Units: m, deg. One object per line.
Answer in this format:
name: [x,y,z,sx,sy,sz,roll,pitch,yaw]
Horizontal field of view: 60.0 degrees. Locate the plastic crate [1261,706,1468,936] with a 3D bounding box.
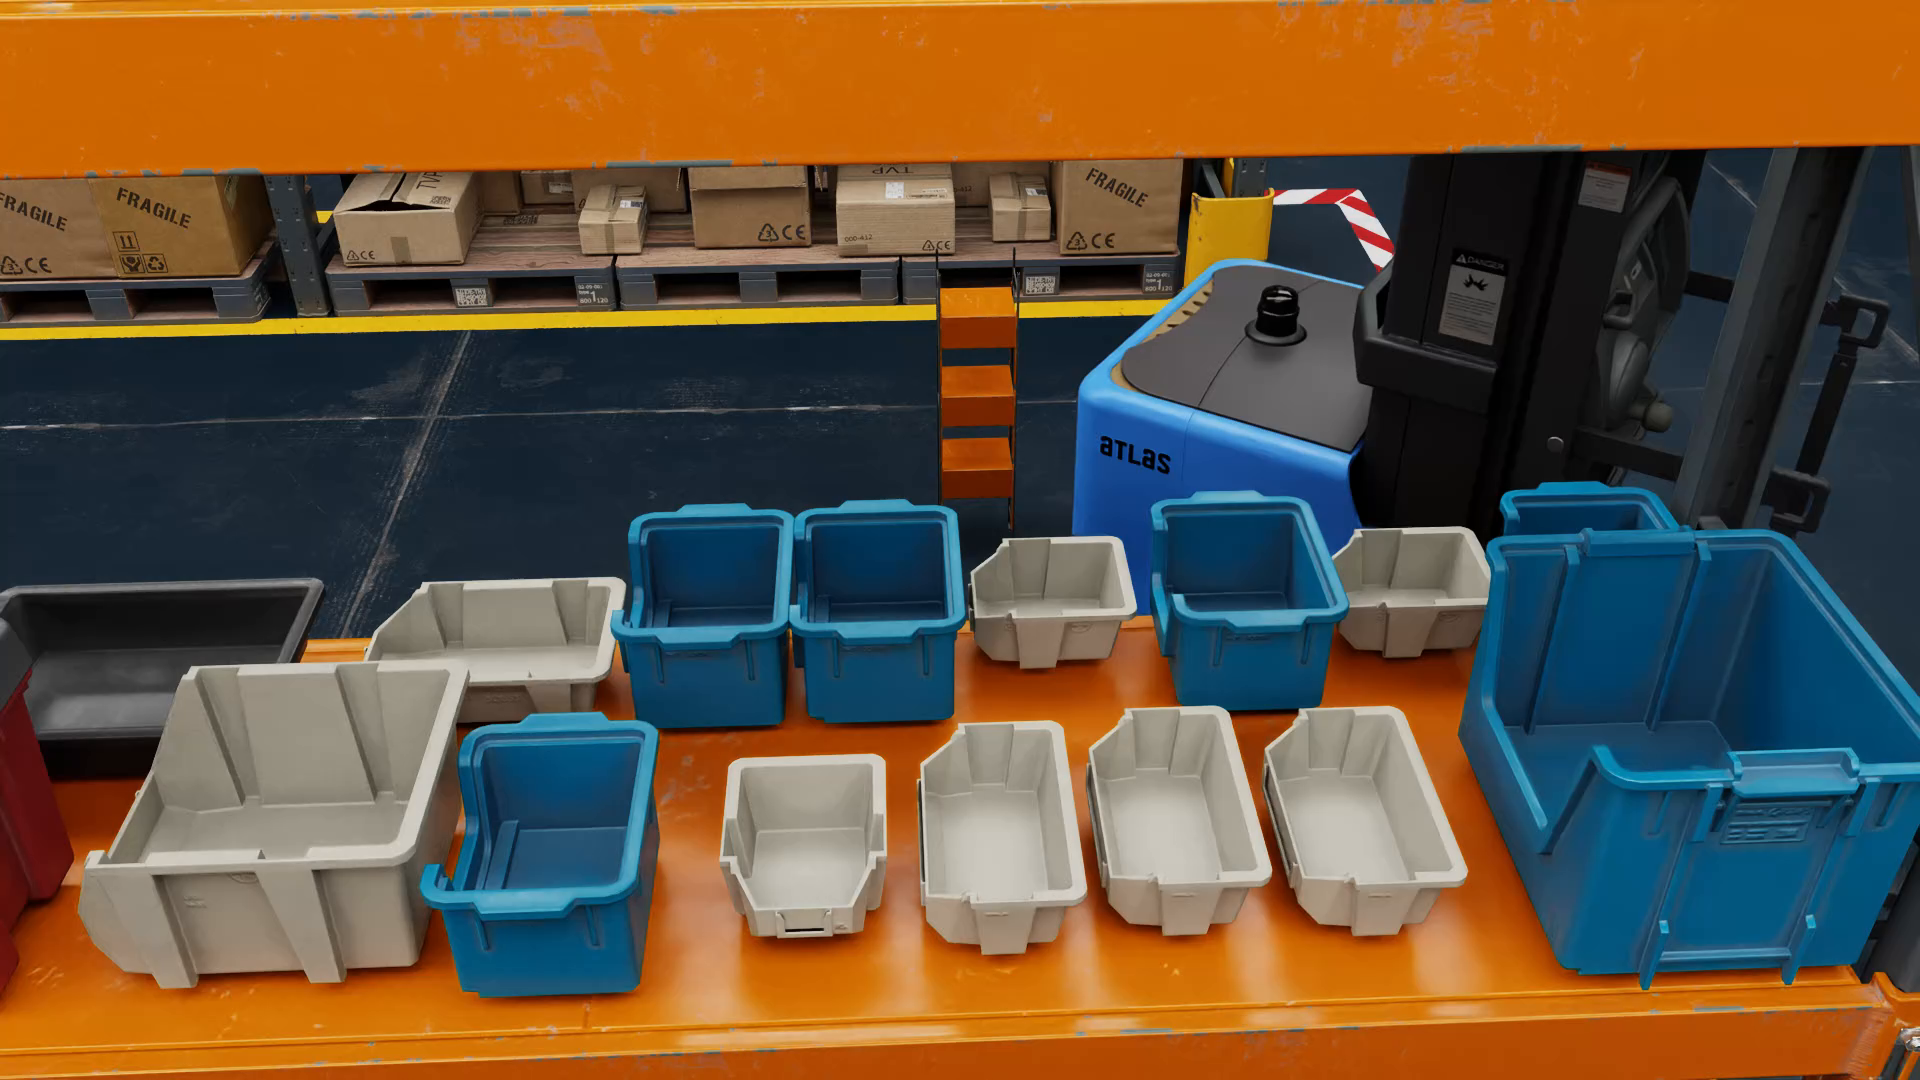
plastic crate: [0.624,0.448,2.646,0.243,0.136,0.396,-2,35,-2]

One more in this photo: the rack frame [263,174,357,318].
rack frame: [-2.796,-2.469,6.681,0.127,3.000,1.000,-2,35,-2]

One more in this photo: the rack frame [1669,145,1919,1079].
rack frame: [1.430,0.239,2.768,0.127,3.000,1.000,-2,35,-2]

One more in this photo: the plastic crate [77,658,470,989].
plastic crate: [-1.031,0.435,2.537,0.530,0.282,0.437,-2,35,-2]

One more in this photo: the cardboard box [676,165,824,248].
cardboard box: [-0.920,-1.677,7.344,0.637,0.503,0.797,-2,35,-2]

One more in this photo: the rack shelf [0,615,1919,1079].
rack shelf: [-0.568,0.589,2.895,4.000,0.370,1.077,-2,35,-2]

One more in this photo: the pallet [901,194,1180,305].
pallet: [0.327,-1.406,7.596,1.213,0.211,1.003,-2,35,-2]

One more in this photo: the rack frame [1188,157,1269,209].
rack frame: [1.199,-2.576,6.837,0.127,3.000,1.000,-2,35,-2]

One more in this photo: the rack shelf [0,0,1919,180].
rack shelf: [-0.568,-0.644,2.041,4.000,0.370,1.077,-2,35,-2]

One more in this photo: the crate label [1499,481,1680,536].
crate label: [1.168,0.103,3.060,0.303,0.233,0.416,-2,35,-2]

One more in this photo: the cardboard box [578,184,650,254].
cardboard box: [-1.503,-1.402,7.243,0.250,0.166,0.380,-2,35,-2]

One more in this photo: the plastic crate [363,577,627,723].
plastic crate: [-0.840,0.213,2.985,0.466,0.136,0.293,-2,35,-2]

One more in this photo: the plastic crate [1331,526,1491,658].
plastic crate: [0.844,0.104,3.142,0.298,0.136,0.250,-2,35,-2]

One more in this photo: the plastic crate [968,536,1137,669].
plastic crate: [0.166,0.123,3.116,0.298,0.136,0.250,-2,35,-2]

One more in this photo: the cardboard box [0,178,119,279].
cardboard box: [-3.770,-1.437,7.000,0.500,0.500,0.500,-1,35,-2]

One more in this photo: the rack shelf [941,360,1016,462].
rack shelf: [0.053,-0.424,5.459,0.240,0.259,0.215,-2,35,-2]

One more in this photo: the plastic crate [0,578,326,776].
plastic crate: [-1.460,0.253,2.938,0.590,0.125,0.437,-2,35,-2]

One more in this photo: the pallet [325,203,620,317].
pallet: [-2.110,-1.340,7.501,1.213,0.211,1.003,-2,35,-2]

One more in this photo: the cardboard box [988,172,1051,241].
cardboard box: [0.259,-1.478,7.353,0.250,0.166,0.380,-2,35,-2]

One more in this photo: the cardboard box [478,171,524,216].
cardboard box: [-2.241,-1.798,7.522,0.500,0.500,0.500,-2,35,-2]

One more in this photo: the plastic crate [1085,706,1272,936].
plastic crate: [0.334,0.448,2.646,0.243,0.136,0.396,-2,35,-2]

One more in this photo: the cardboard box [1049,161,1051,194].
cardboard box: [0.515,-1.770,7.774,0.250,0.166,0.380,-2,35,-2]

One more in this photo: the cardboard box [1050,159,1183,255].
cardboard box: [0.668,-1.575,7.200,0.500,0.500,0.500,-2,35,-2]

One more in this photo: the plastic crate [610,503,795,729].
plastic crate: [-0.447,0.147,2.997,0.300,0.233,0.416,-2,35,-2]

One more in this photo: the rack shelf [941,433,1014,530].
rack shelf: [0.053,-0.196,5.618,0.240,0.259,0.215,-2,35,-2]

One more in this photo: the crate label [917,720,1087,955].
crate label: [0.057,0.469,2.615,0.243,0.136,0.396,-2,35,-2]

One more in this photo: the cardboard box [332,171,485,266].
cardboard box: [-2.367,-1.432,7.160,0.500,0.311,0.500,-2,35,-2]

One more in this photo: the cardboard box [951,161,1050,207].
cardboard box: [0.143,-1.760,7.687,0.500,0.250,0.500,-2,35,-2]

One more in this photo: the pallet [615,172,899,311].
pallet: [-0.889,-1.374,7.551,1.213,0.211,1.003,-2,35,-2]

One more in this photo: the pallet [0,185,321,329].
pallet: [-3.607,-1.278,7.412,1.213,0.211,1.003,-2,35,-2]

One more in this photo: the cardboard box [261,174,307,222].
cardboard box: [-3.291,-1.747,7.449,0.500,0.500,0.500,-3,35,-4]

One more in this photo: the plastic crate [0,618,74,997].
plastic crate: [-1.662,0.415,2.406,0.583,0.464,0.402,-2,35,-2]

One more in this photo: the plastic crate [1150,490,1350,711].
plastic crate: [0.510,0.121,3.034,0.300,0.233,0.416,-2,35,-2]

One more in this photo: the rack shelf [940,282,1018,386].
rack shelf: [0.053,-0.658,5.298,0.240,0.259,0.215,-2,35,-2]

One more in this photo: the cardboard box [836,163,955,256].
cardboard box: [-0.283,-1.463,7.258,0.500,0.250,0.500,-2,35,-2]

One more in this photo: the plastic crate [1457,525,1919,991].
plastic crate: [1.104,0.315,2.575,0.499,0.435,0.616,-2,35,-2]

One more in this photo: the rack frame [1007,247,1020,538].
rack frame: [0.175,-0.436,5.458,0.008,1.050,0.200,-2,35,-2]

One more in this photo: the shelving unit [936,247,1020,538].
shelving unit: [0.053,-0.433,5.453,0.252,1.050,0.215,-2,35,-2]

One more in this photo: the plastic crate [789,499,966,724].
plastic crate: [-0.147,0.139,3.008,0.300,0.233,0.416,-2,35,-2]

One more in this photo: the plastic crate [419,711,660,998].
plastic crate: [-0.609,0.485,2.508,0.300,0.233,0.416,-2,35,-2]

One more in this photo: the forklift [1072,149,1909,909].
forklift: [1.833,-0.544,3.961,3.031,2.935,1.130,19,39,25]

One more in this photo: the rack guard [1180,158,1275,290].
rack guard: [1.123,-1.546,7.545,0.348,0.500,1.175,-2,35,-2]

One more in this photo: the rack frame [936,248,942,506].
rack frame: [-0.068,-0.430,5.449,0.008,1.050,0.200,-2,35,-2]

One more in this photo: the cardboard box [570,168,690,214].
cardboard box: [-1.491,-1.741,7.605,0.500,0.311,0.500,-2,35,-2]

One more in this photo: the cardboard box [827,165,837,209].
cardboard box: [-0.356,-1.746,7.667,0.500,0.250,0.500,-2,35,-2]

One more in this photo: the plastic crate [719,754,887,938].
plastic crate: [-0.238,0.488,2.589,0.250,0.136,0.298,-2,35,-2]

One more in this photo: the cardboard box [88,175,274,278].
cardboard box: [-3.276,-1.445,7.013,0.500,0.500,0.500,-2,35,-2]

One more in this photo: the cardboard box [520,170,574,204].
cardboard box: [-1.869,-1.698,7.686,0.250,0.149,0.380,-2,35,-2]
